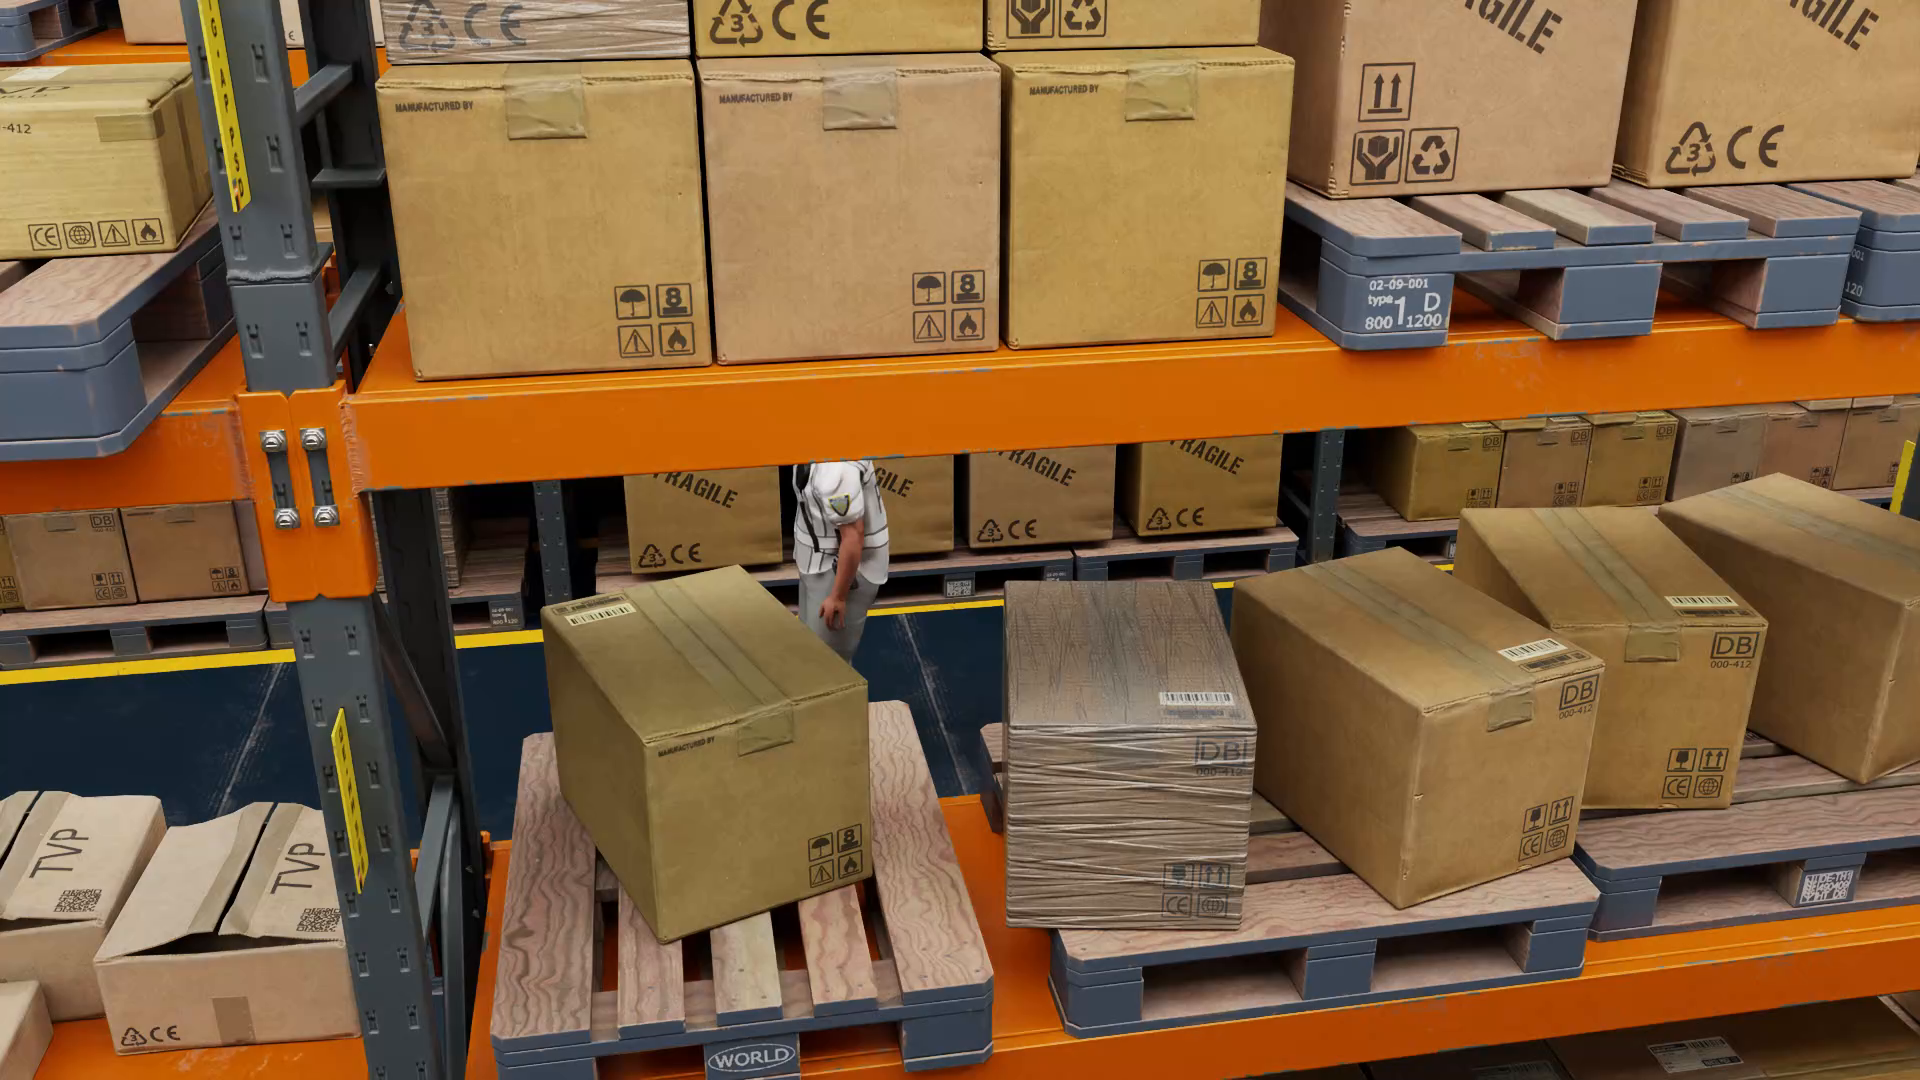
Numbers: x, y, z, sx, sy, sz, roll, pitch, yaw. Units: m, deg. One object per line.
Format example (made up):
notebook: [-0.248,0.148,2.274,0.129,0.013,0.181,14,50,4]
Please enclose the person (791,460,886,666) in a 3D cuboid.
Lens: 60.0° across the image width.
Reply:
person: [-0.526,0.121,6.804,0.435,1.748,0.593,-5,24,-11]
